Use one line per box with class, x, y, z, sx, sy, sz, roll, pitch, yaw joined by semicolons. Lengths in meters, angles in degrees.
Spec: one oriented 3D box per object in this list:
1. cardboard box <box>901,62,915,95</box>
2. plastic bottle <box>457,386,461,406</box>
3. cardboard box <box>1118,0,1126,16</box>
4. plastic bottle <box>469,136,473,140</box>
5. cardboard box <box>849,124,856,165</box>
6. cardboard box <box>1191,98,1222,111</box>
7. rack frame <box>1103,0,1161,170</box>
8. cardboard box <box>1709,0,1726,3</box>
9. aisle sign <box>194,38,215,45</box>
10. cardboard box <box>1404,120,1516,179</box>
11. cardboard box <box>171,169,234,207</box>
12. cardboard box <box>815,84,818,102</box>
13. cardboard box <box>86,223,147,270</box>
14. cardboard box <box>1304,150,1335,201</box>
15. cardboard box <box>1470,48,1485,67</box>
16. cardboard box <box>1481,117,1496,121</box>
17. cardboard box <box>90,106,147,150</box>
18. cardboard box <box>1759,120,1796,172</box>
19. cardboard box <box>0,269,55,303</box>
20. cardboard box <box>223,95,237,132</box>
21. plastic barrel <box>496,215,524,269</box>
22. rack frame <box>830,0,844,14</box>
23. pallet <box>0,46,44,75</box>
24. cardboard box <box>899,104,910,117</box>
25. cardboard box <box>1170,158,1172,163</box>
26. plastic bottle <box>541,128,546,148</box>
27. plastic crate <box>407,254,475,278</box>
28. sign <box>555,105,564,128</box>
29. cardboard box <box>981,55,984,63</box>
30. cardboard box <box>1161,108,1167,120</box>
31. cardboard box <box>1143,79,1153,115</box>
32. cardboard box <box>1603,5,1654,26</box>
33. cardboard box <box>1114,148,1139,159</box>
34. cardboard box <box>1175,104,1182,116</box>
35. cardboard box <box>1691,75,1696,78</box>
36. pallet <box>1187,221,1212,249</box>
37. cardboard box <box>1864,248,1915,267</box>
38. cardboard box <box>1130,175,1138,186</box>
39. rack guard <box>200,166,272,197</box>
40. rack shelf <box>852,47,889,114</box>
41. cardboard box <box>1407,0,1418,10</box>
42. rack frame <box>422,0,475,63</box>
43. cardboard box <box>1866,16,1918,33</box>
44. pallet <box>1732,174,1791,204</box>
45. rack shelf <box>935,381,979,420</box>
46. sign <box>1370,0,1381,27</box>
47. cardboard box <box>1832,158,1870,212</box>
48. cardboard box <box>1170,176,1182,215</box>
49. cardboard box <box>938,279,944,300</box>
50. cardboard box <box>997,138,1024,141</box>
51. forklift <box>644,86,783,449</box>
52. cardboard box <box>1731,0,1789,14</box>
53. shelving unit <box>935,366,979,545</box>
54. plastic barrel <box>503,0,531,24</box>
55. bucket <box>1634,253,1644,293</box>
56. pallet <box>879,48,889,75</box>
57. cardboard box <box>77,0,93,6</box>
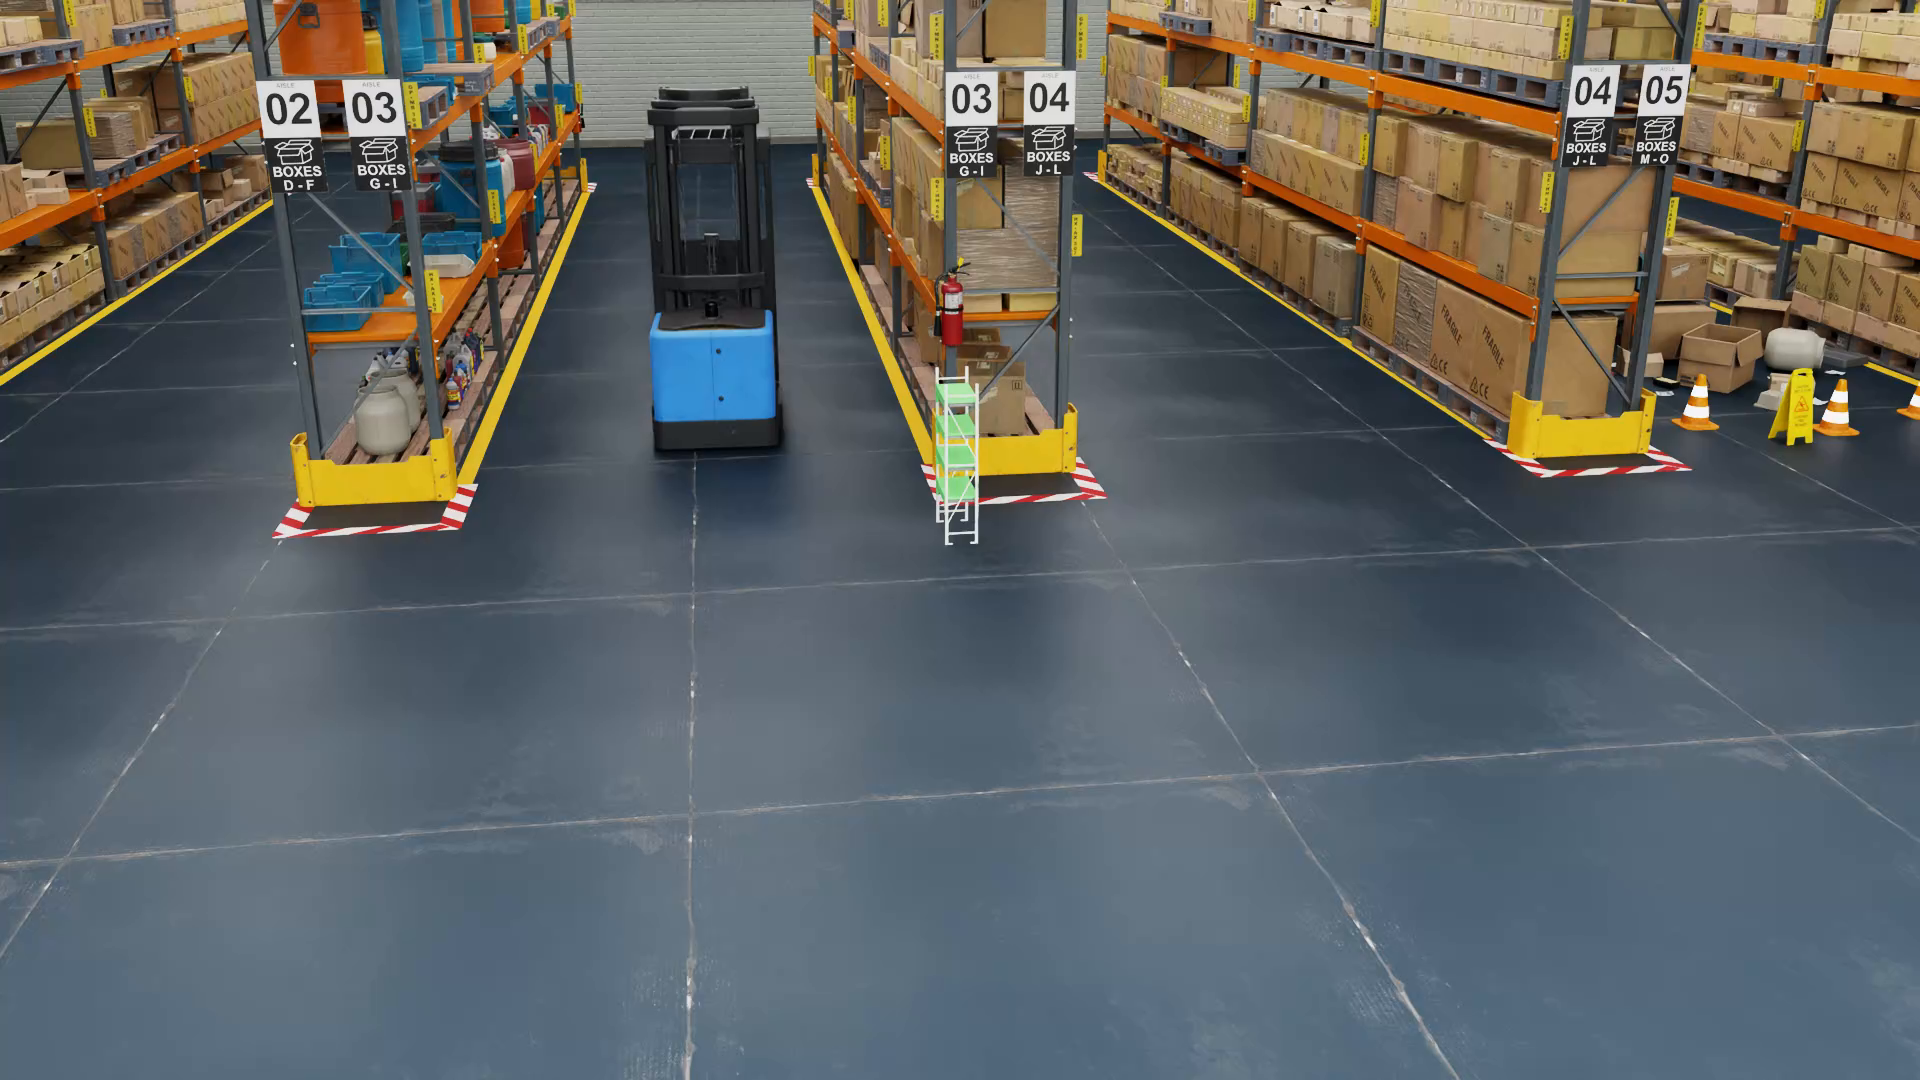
cardboard box;-0.246;-4.168;15.016;0.500;0.250;0.500;-4;21;-10
plastic bottle;-4.492;-1.297;14.773;0.097;0.201;0.097;0;20;0
cardboard box;2.876;-8.711;27.180;0.500;0.250;0.500;-2;21;-6
plastic bottle;-6.305;-5.041;21.496;0.144;0.351;0.185;-3;21;-8
cardboard box;-1.159;-5.120;21.496;0.500;0.500;0.500;-3;21;-8
cardboard box;3.401;-6.000;22.901;0.380;0.149;0.250;-2;21;-6
rack frame;2.993;-7.727;28.618;1.000;3.000;0.127;-3;21;-8
cardboard box;12.834;-9.040;27.634;0.500;0.250;0.500;-3;21;-9
aisle sign;-12.034;-8.240;26.277;0.394;0.787;0.004;-3;21;-8
cardboard box;4.936;-3.835;16.438;0.875;0.550;0.550;-3;21;-8
cardboard box;-11.432;-5.316;25.101;0.797;0.503;0.637;-3;21;-8
cardboard box;-2.128;-7.401;27.535;0.500;0.250;0.500;-3;21;-9
cardboard box;-10.444;-3.632;20.597;0.500;0.500;0.500;-4;21;-10
cardboard box;4.237;-4.137;18.861;0.500;0.500;0.500;-3;21;-7
cardboard box;4.733;-4.257;14.655;0.380;0.149;0.250;-3;21;-7
cardboard box;8.256;-6.391;25.255;0.500;0.250;0.500;-3;21;-9
cardboard box;-10.841;-5.264;21.280;0.700;0.500;0.500;-8;22;-21
cardboard box;9.313;-4.388;18.511;0.500;0.500;0.500;-3;21;-9
cardboard box;-10.039;-2.718;17.735;0.500;0.311;0.500;-2;21;-6
cardboard box;-11.182;-6.392;24.901;0.500;0.500;0.500;-3;21;-9
plastic barrel;-5.765;-3.841;20.715;0.600;0.830;0.708;-3;21;-8
rack frame;-1.353;-8.938;23.285;1.000;3.000;0.127;-3;21;-8
pallet;-10.229;-4.943;17.147;1.003;0.211;1.213;-2;21;-5
cardboard box;-0.176;-4.117;17.495;1.000;1.000;1.000;-3;21;-7
cardboard box;3.522;-6.067;26.797;0.380;0.149;0.250;-4;21;-10
plastic bottle;-5.825;-5.573;23.027;0.152;0.276;0.135;-3;21;-8
plastic crate;-4.616;-2.435;14.824;0.530;0.136;0.437;-3;21;-8
sign;-5.710;-6.034;23.690;0.100;0.325;0.005;-3;21;-8
cardboard box;0.330;-4.137;14.364;0.380;0.149;0.250;-3;21;-8
cardboard box;3.171;-6.262;24.454;0.380;0.149;0.250;-4;21;-10
cardboard box;3.147;-6.862;25.733;0.500;0.500;0.500;-3;21;-9
cardboard box;5.531;-4.311;13.660;0.380;0.149;0.250;-3;21;-7
cardboard box;2.801;-6.486;27.918;0.380;0.149;0.250;-3;21;-8
cardboard box;3.286;-6.132;23.681;0.380;0.149;0.250;-4;21;-10
cardboard box;12.660;-7.987;29.104;0.500;0.250;0.500;-3;21;-7
pallet;3.862;-4.343;23.543;1.003;0.211;1.213;-3;21;-8
cardboard box;9.501;-2.886;16.987;0.380;0.149;0.250;-2;21;-5
cardboard box;2.988;-5.856;27.083;0.380;0.149;0.250;-3;21;-8
rack guard;-11.722;-5.817;27.075;1.175;0.500;0.348;-3;21;-8
rack shelf;-0.488;-5.118;18.373;1.077;0.370;4.000;-3;21;-8
cardboard box;4.513;-5.158;15.929;0.380;0.149;0.250;-3;21;-8
rack frame;-5.101;-5.918;15.200;1.000;3.000;0.127;-3;21;-8
cardboard box;9.424;-5.212;16.817;0.380;0.149;0.250;-4;21;-10
pallet;9.640;-4.039;19.018;1.003;0.211;1.213;-3;21;-8
rack shelf;-0.024;-1.009;12.014;0.258;0.148;0.480;-3;21;-8
sign;4.187;-5.337;16.742;0.100;0.325;0.005;-3;21;-8
cardboard box;9.490;-3.704;17.279;0.500;0.500;0.500;-3;21;-8
cardboard box;3.414;-5.099;24.553;0.500;0.500;0.500;-2;21;-6
cardboard box;0.009;-2.114;13.947;0.380;0.149;0.250;-3;21;-8
cardboard box;0.350;-3.351;14.903;0.500;0.500;0.500;-3;21;-8
forklift;-2.222;-2.614;15.025;1.130;2.935;3.031;-2;21;-6
cardboard box;9.228;-6.169;19.060;0.500;0.250;0.500;-3;21;-7
shelving unit;-0.024;-0.619;12.160;0.258;1.200;0.503;-3;21;-8
plastic barrel;-5.857;-7.131;21.418;0.600;0.901;0.708;-3;21;-8
bucket;7.024;-2.820;17.986;0.726;0.611;0.620;4;11;11
pallet;-0.184;-4.894;17.013;1.213;0.211;1.003;-3;21;-8
cardboard box;-10.784;-6.669;19.925;0.500;0.500;0.500;-3;21;-8
